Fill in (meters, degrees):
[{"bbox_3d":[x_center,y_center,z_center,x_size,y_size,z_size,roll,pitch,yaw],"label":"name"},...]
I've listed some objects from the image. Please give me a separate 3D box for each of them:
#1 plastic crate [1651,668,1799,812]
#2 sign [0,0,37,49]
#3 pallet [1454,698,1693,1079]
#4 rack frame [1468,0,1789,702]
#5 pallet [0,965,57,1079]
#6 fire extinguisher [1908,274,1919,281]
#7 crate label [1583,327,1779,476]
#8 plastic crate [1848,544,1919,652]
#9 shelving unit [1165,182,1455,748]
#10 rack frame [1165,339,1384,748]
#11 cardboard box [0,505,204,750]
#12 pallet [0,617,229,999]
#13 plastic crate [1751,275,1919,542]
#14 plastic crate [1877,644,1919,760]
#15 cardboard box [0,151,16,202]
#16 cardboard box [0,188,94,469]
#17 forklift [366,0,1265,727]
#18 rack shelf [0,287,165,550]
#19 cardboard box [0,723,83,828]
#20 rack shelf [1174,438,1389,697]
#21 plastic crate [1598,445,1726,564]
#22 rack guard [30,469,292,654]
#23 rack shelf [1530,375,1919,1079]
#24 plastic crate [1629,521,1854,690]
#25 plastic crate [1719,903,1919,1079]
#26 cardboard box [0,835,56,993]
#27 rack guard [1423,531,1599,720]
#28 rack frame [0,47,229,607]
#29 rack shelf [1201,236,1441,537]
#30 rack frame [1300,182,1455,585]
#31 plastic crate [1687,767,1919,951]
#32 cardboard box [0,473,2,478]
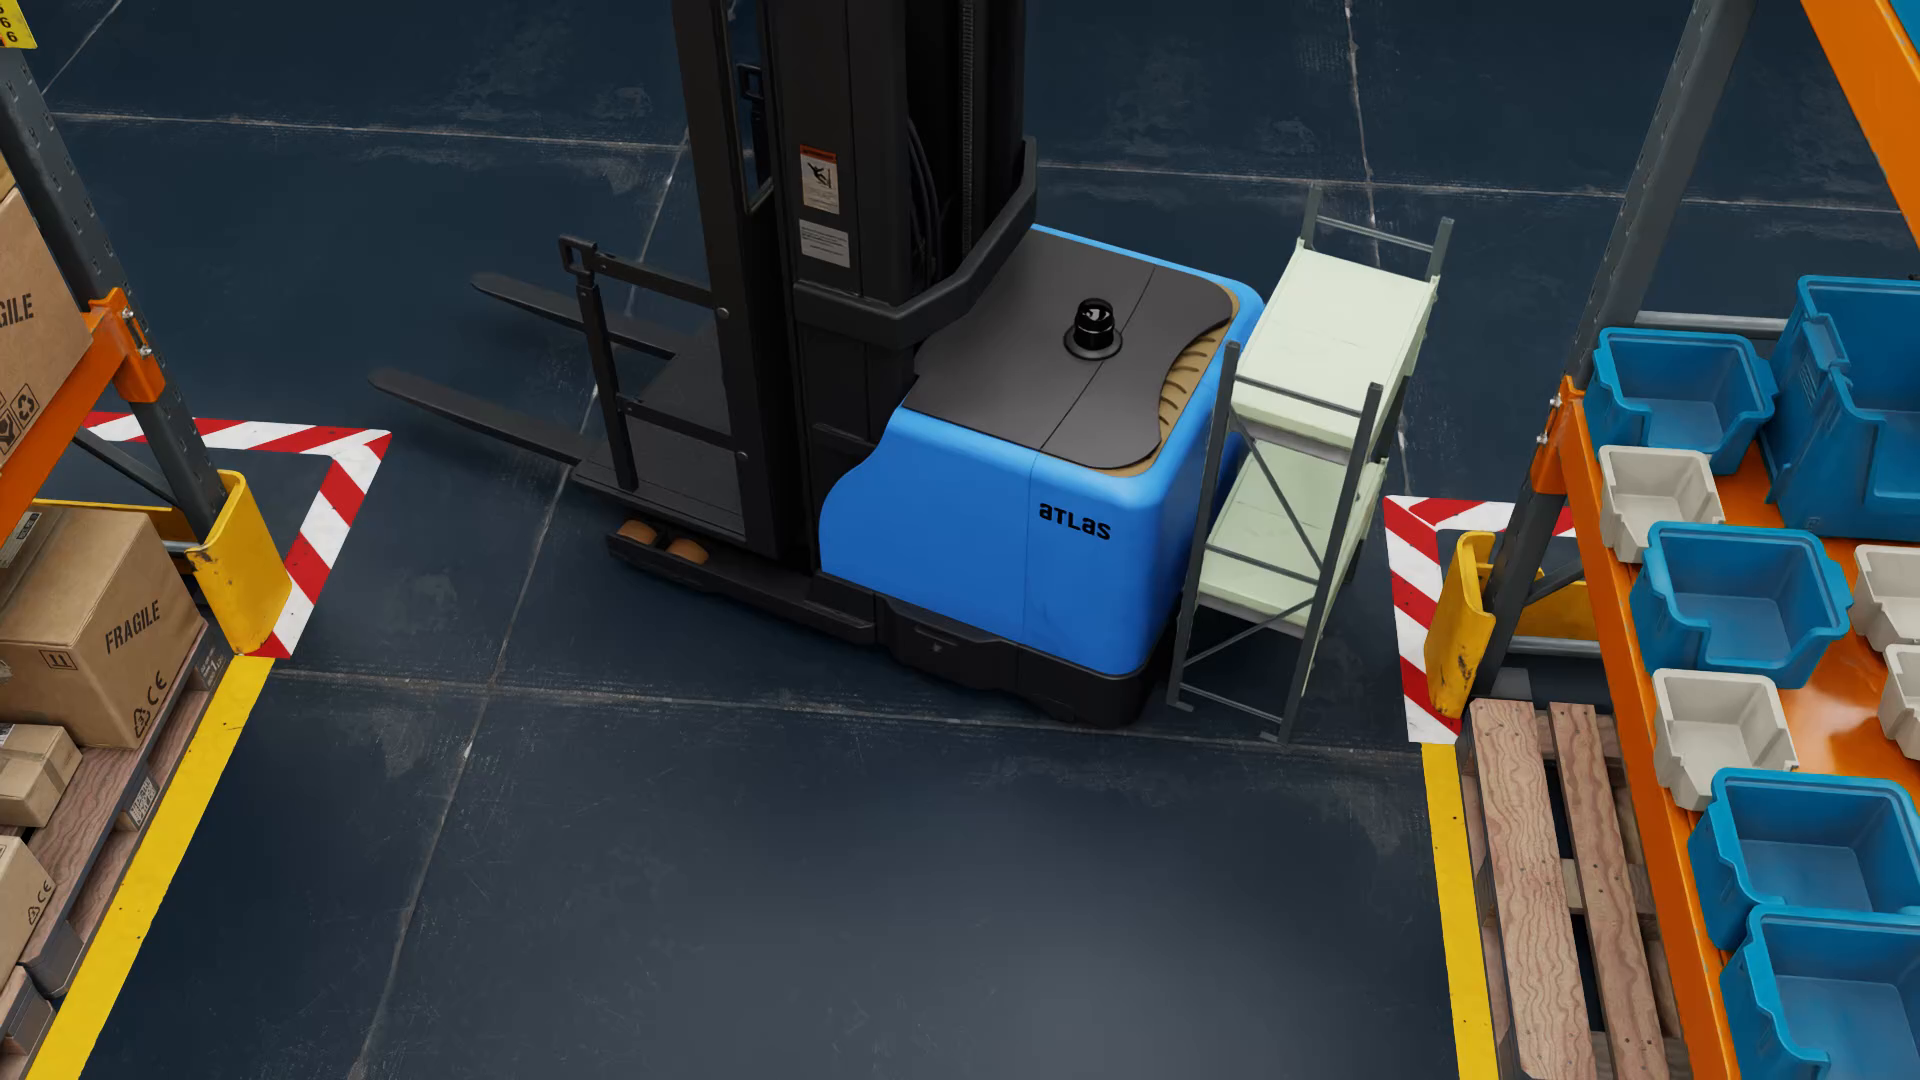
[{"bbox_3d":[1.573,0.434,3.459,0.250,0.136,0.298,4,48,4],"label":"plastic crate"},{"bbox_3d":[-2.285,-1.304,3.911,0.100,0.325,0.005,4,48,4],"label":"sign"},{"bbox_3d":[1.983,1.021,4.673,1.003,0.211,1.213,4,48,4],"label":"pallet"},{"bbox_3d":[2.097,-0.523,4.196,1.000,3.000,0.127,4,48,4],"label":"rack frame"},{"bbox_3d":[-3.028,1.618,4.127,1.003,0.211,1.213,4,48,4],"label":"pallet"},{"bbox_3d":[2.563,-0.451,4.435,0.296,0.674,0.183,4,48,4],"label":"fire extinguisher"},{"bbox_3d":[1.747,-0.328,4.090,0.416,0.233,0.303,4,48,4],"label":"crate label"},{"bbox_3d":[2.203,0.157,3.712,0.396,0.136,0.243,4,48,4],"label":"plastic crate"},{"bbox_3d":[0.996,-0.175,4.890,0.431,1.500,0.755,19,50,16],"label":"shelving unit"},{"bbox_3d":[0.843,0.070,4.666,0.400,1.500,0.023,19,50,16],"label":"rack frame"},{"bbox_3d":[-2.640,0.252,4.882,0.500,0.500,0.500,4,48,4],"label":"cardboard box"},{"bbox_3d":[-2.914,0.724,4.945,1.003,0.211,1.213,4,48,4],"label":"pallet"},{"bbox_3d":[2.252,-0.297,3.924,0.616,0.435,0.499,4,48,4],"label":"plastic crate"},{"bbox_3d":[2.162,0.369,3.518,0.396,0.136,0.243,4,48,4],"label":"plastic crate"},{"bbox_3d":[-2.602,-0.885,3.781,0.500,0.500,0.500,3,48,3],"label":"cardboard box"},{"bbox_3d":[-2.605,-0.545,4.148,0.500,0.500,0.500,5,48,5],"label":"cardboard box"},{"bbox_3d":[-0.627,-1.166,4.830,3.031,2.935,1.130,19,50,17],"label":"forklift"},{"bbox_3d":[-3.018,0.853,3.424,1.077,0.370,4.000,4,48,4],"label":"rack shelf"},{"bbox_3d":[-2.766,0.656,4.739,0.380,0.166,0.250,4,48,4],"label":"cardboard box"},{"bbox_3d":[0.993,0.044,5.132,0.431,0.370,0.720,19,50,16],"label":"rack shelf"},{"bbox_3d":[1.635,-0.065,3.915,0.250,0.136,0.298,4,48,4],"label":"plastic crate"},{"bbox_3d":[-2.842,0.040,5.374,1.175,0.500,0.348,4,48,4],"label":"rack guard"},{"bbox_3d":[1.915,1.189,3.117,1.077,0.370,4.000,4,48,4],"label":"rack shelf"},{"bbox_3d":[1.687,0.156,3.647,0.416,0.233,0.300,4,48,4],"label":"plastic crate"},{"bbox_3d":[1.599,0.861,3.003,0.416,0.233,0.300,4,48,4],"label":"plastic crate"},{"bbox_3d":[-2.756,1.033,4.338,0.500,0.250,0.500,4,48,4],"label":"cardboard box"},{"bbox_3d":[2.086,0.302,5.135,1.175,0.500,0.348,4,48,4],"label":"rack guard"},{"bbox_3d":[-2.835,-0.859,4.503,1.000,3.000,0.127,4,48,4],"label":"rack frame"},{"bbox_3d":[1.000,-0.437,4.601,0.431,0.370,0.720,19,50,16],"label":"rack shelf"},{"bbox_3d":[1.149,-0.421,5.115,0.400,1.500,0.023,19,50,16],"label":"rack frame"},{"bbox_3d":[1.627,0.640,3.205,0.416,0.233,0.300,4,48,4],"label":"plastic crate"},{"bbox_3d":[-2.649,-0.164,3.799,0.500,0.500,0.500,4,48,4],"label":"cardboard box"}]
